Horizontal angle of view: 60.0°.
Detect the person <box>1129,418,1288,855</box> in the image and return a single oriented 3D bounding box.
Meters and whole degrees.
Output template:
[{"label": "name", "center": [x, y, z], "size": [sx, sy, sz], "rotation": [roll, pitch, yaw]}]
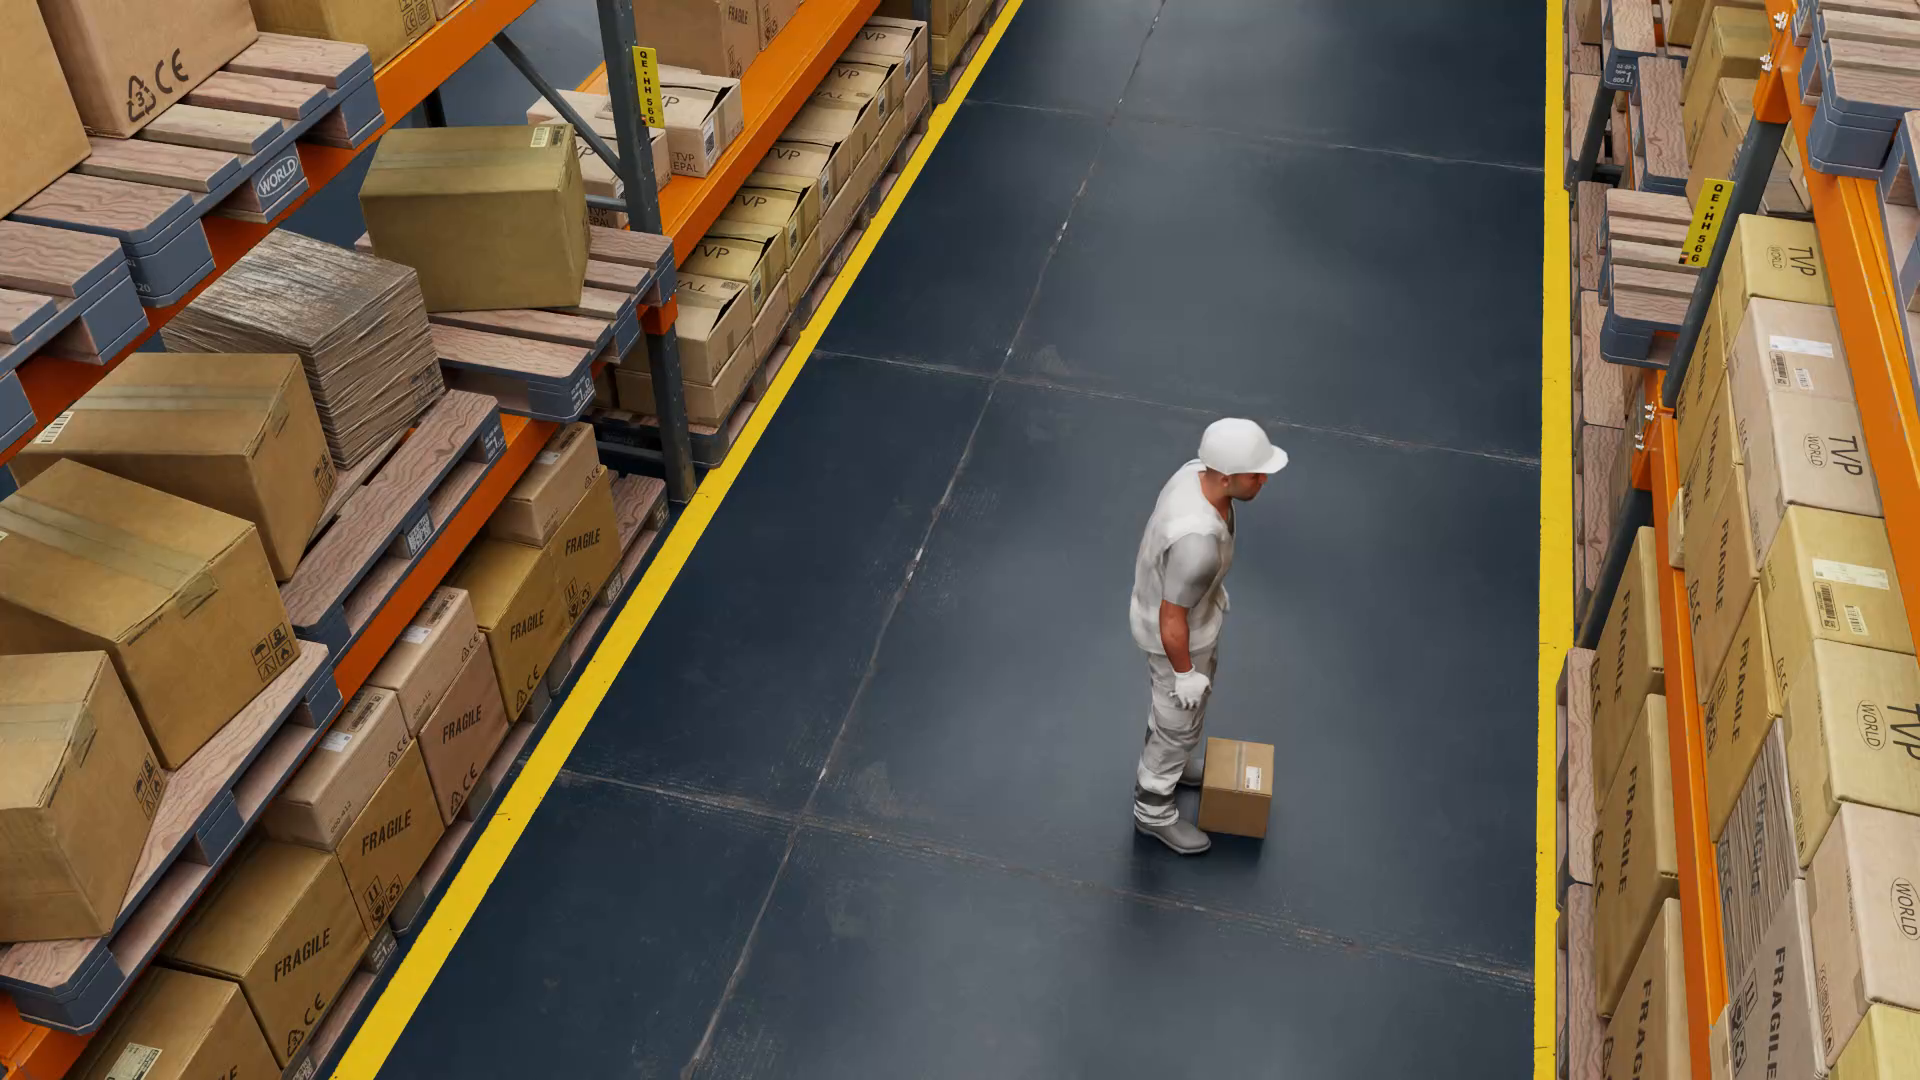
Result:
[{"label": "person", "center": [0.814, 0.311, 5.783], "size": [0.449, 1.780, 0.607], "rotation": [10, 42, 11]}]
